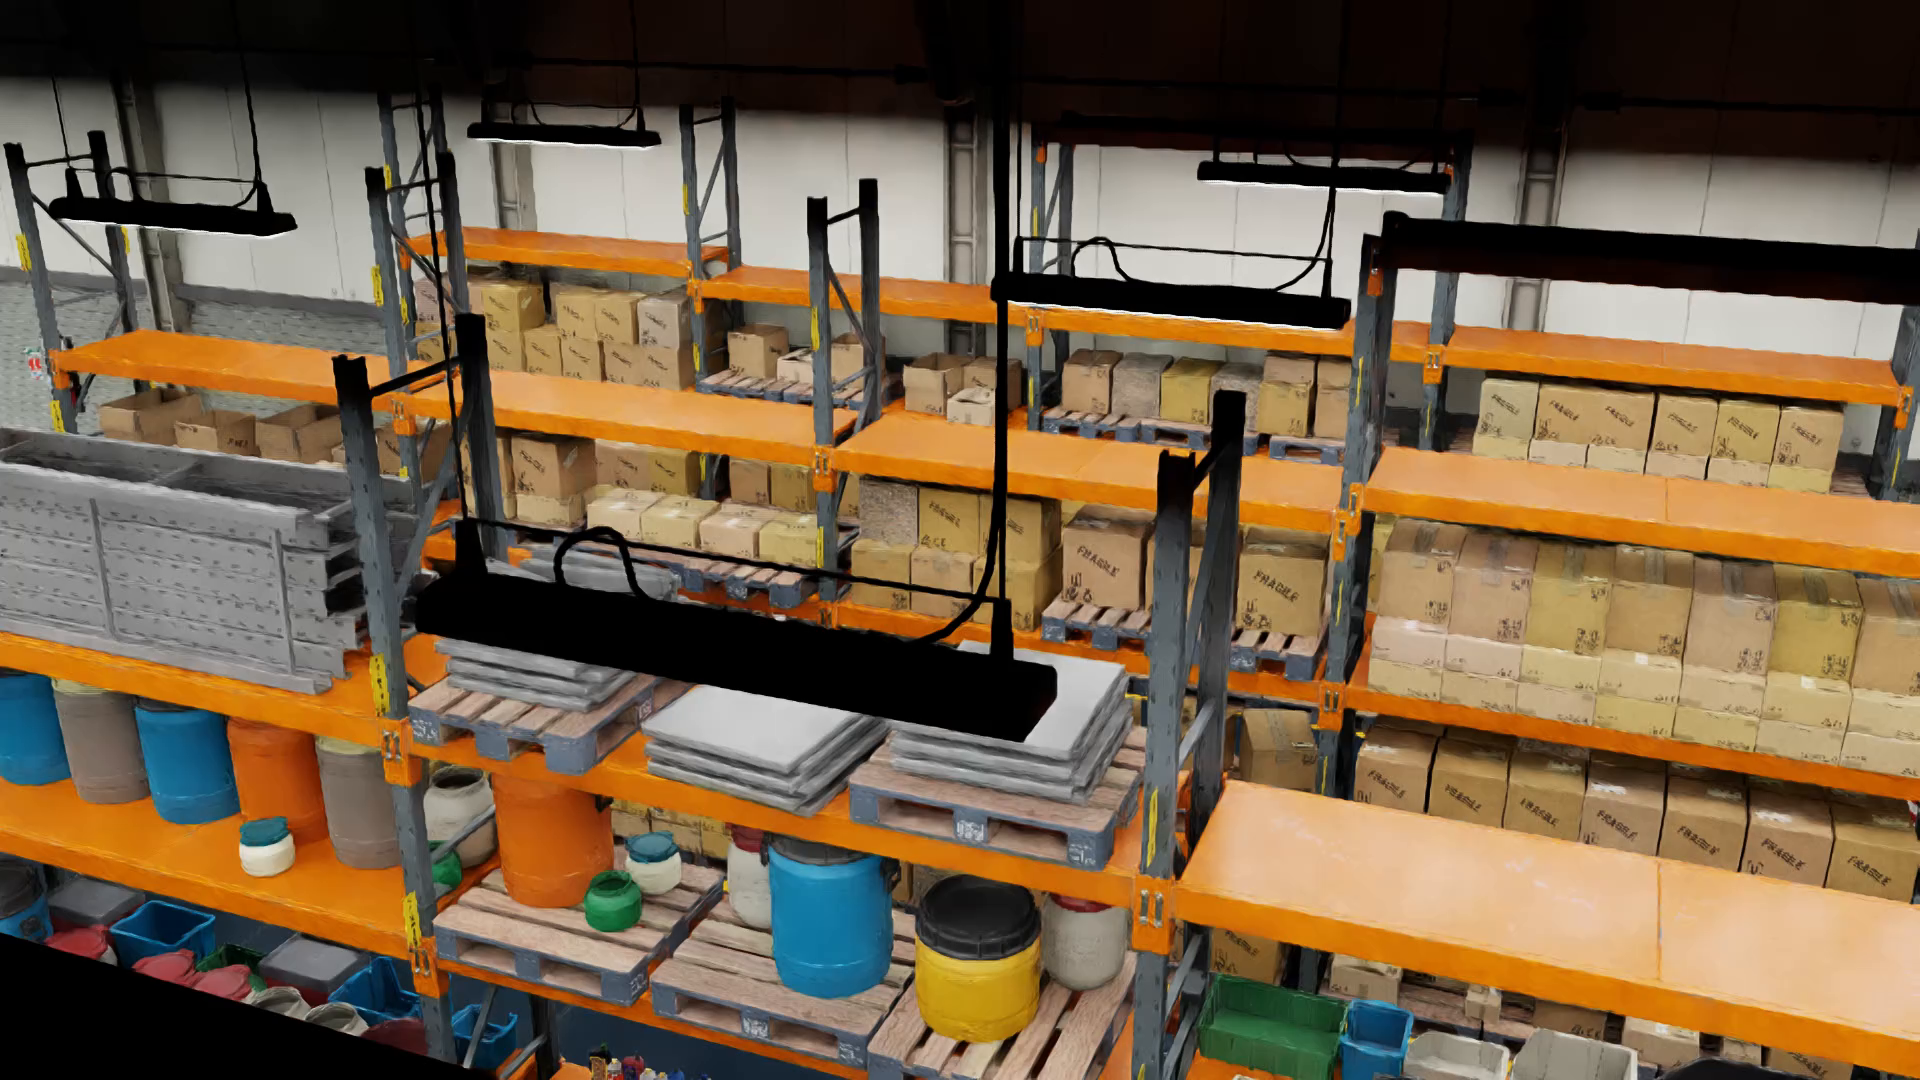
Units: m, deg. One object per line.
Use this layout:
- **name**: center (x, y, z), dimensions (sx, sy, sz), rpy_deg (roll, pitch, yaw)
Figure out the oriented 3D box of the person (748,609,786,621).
- **person**: center (-2.086, 0.853, 17.833), dimensions (0.996, 1.622, 0.448), rpy_deg (5, 21, 13)
